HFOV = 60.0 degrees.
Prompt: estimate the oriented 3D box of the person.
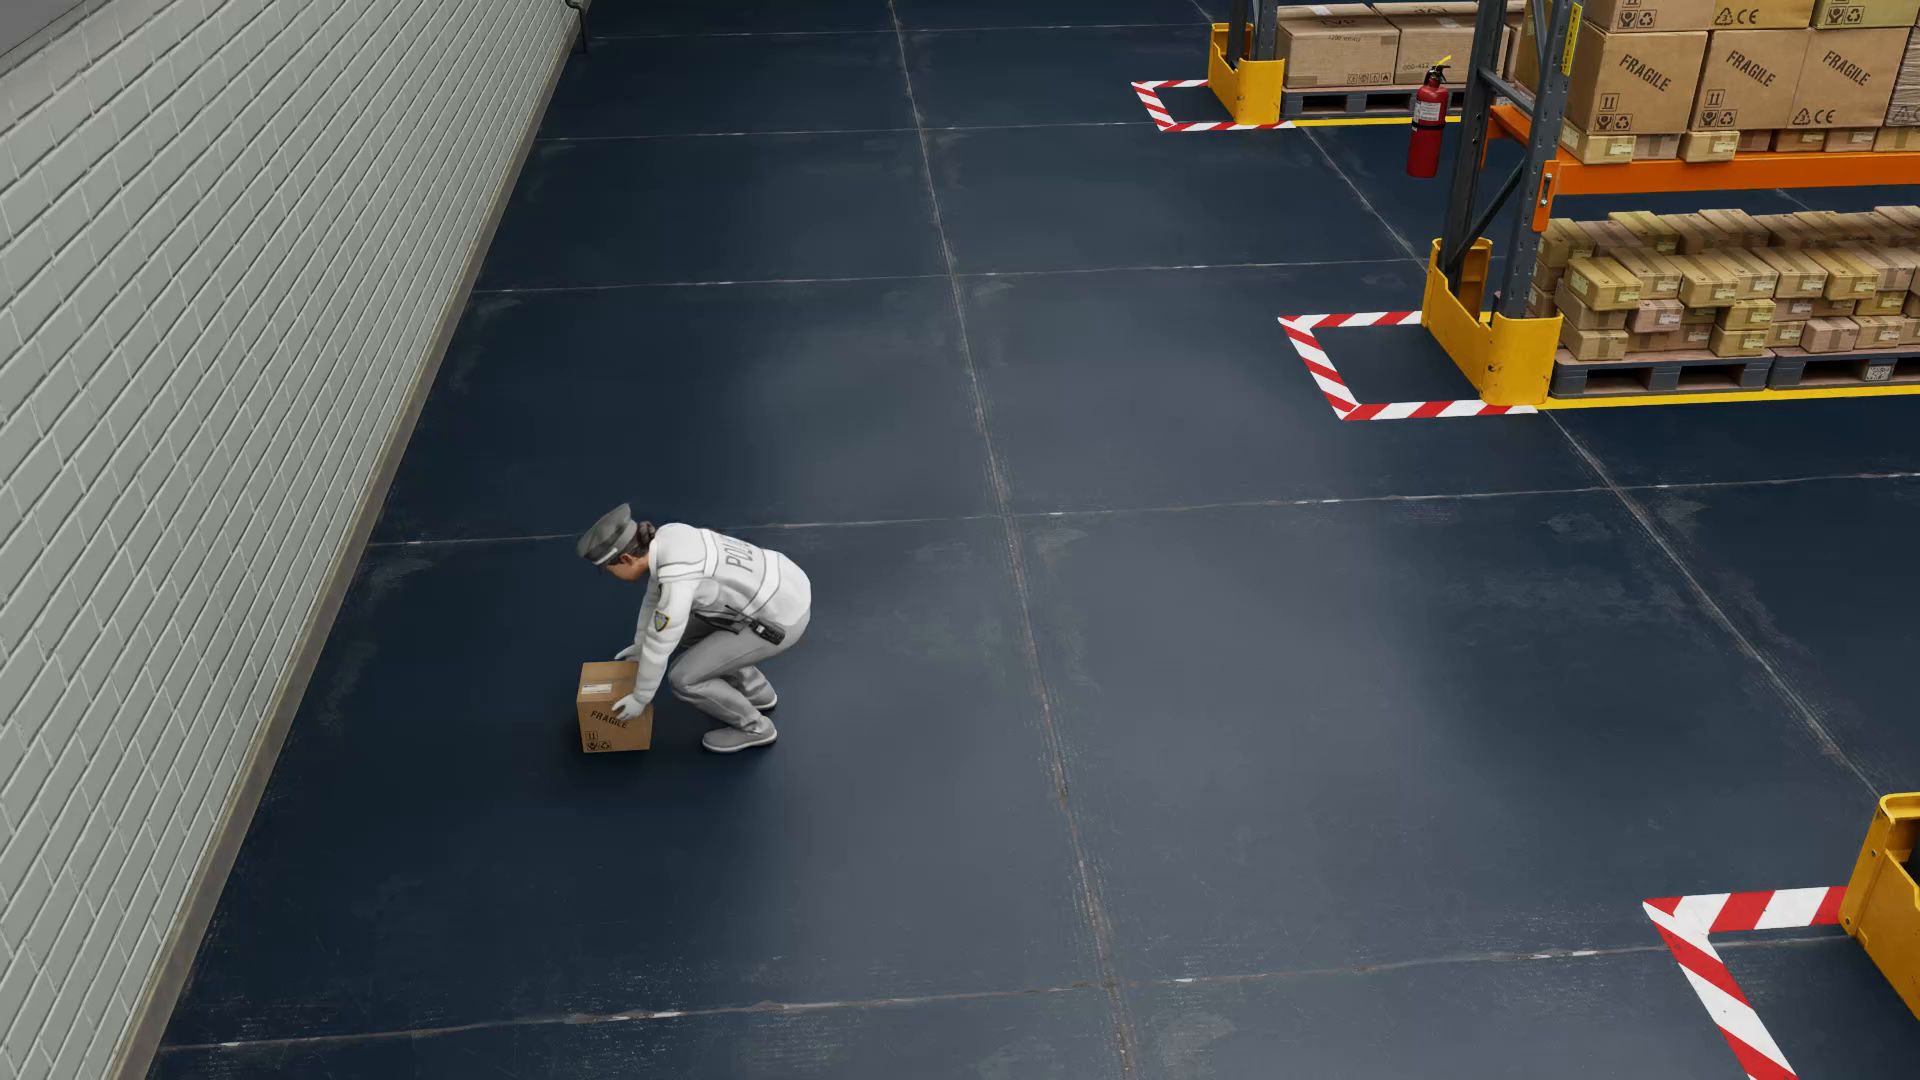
[{"bbox_3d":[-0.974,0.314,6.237,0.837,1.025,0.500,-3,31,-5],"label":"person"}]
